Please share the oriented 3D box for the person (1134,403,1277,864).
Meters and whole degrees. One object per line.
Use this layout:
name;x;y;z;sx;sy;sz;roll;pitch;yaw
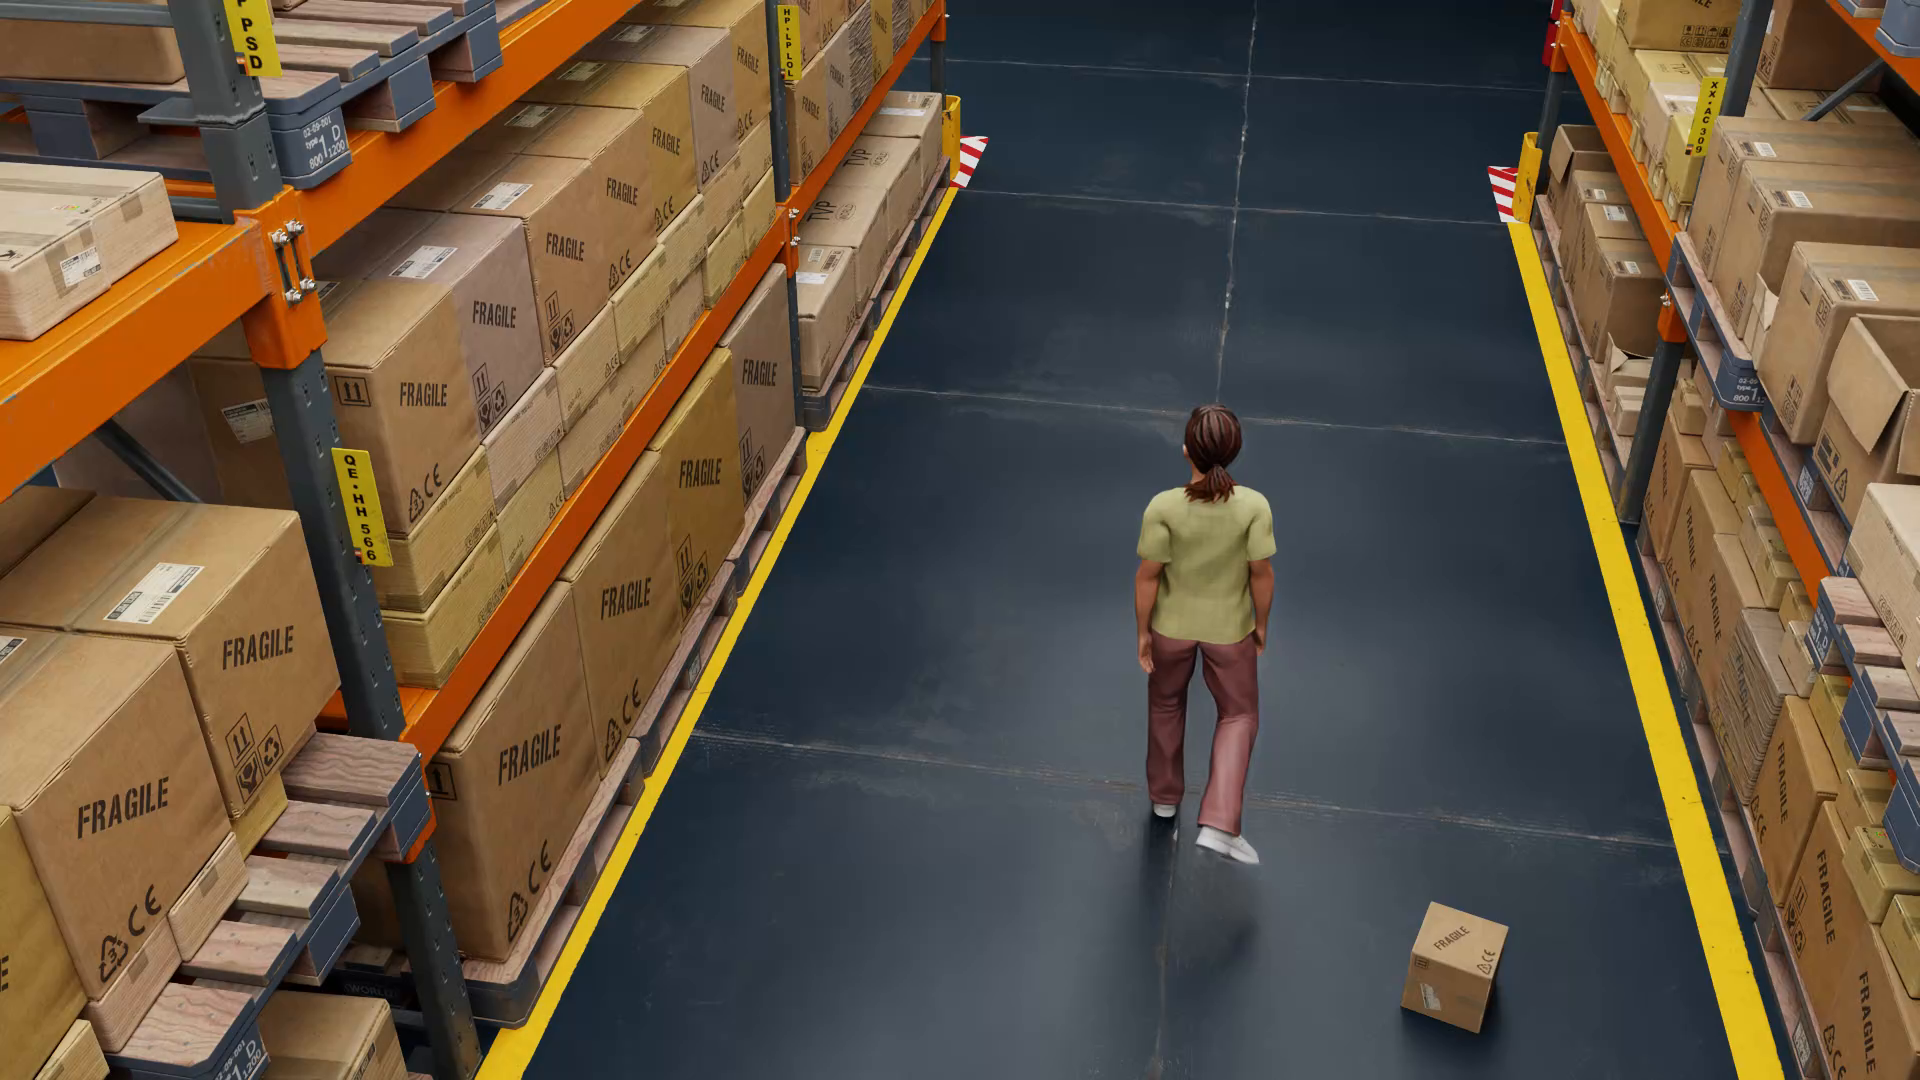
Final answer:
person;0.814;0.352;5.555;0.490;1.661;0.732;4;33;6
